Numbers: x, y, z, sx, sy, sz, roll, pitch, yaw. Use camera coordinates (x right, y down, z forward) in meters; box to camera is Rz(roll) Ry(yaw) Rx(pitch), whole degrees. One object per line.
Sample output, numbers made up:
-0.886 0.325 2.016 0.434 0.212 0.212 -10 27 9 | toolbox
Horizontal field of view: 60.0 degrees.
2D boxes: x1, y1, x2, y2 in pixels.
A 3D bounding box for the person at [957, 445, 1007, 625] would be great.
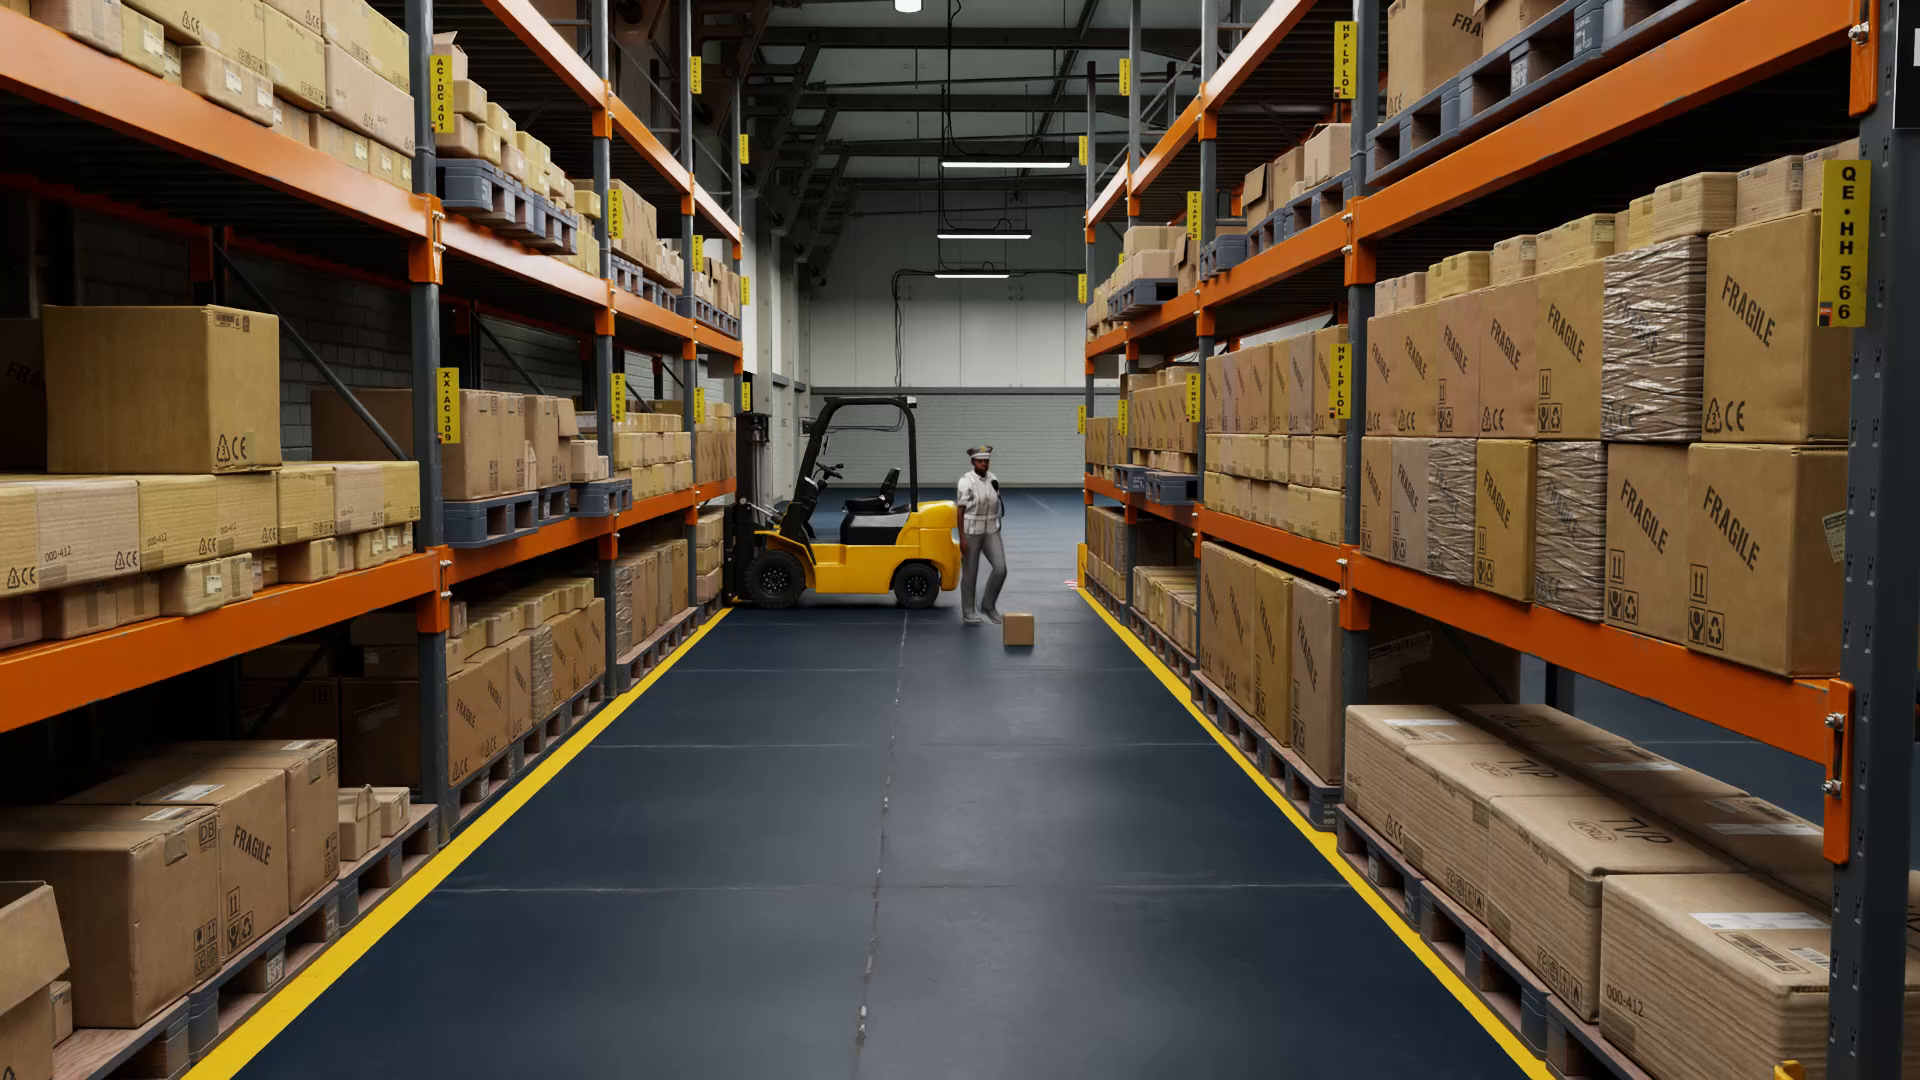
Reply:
0.168 -0.044 15.424 0.477 1.672 0.510 -2 4 -26 | person
